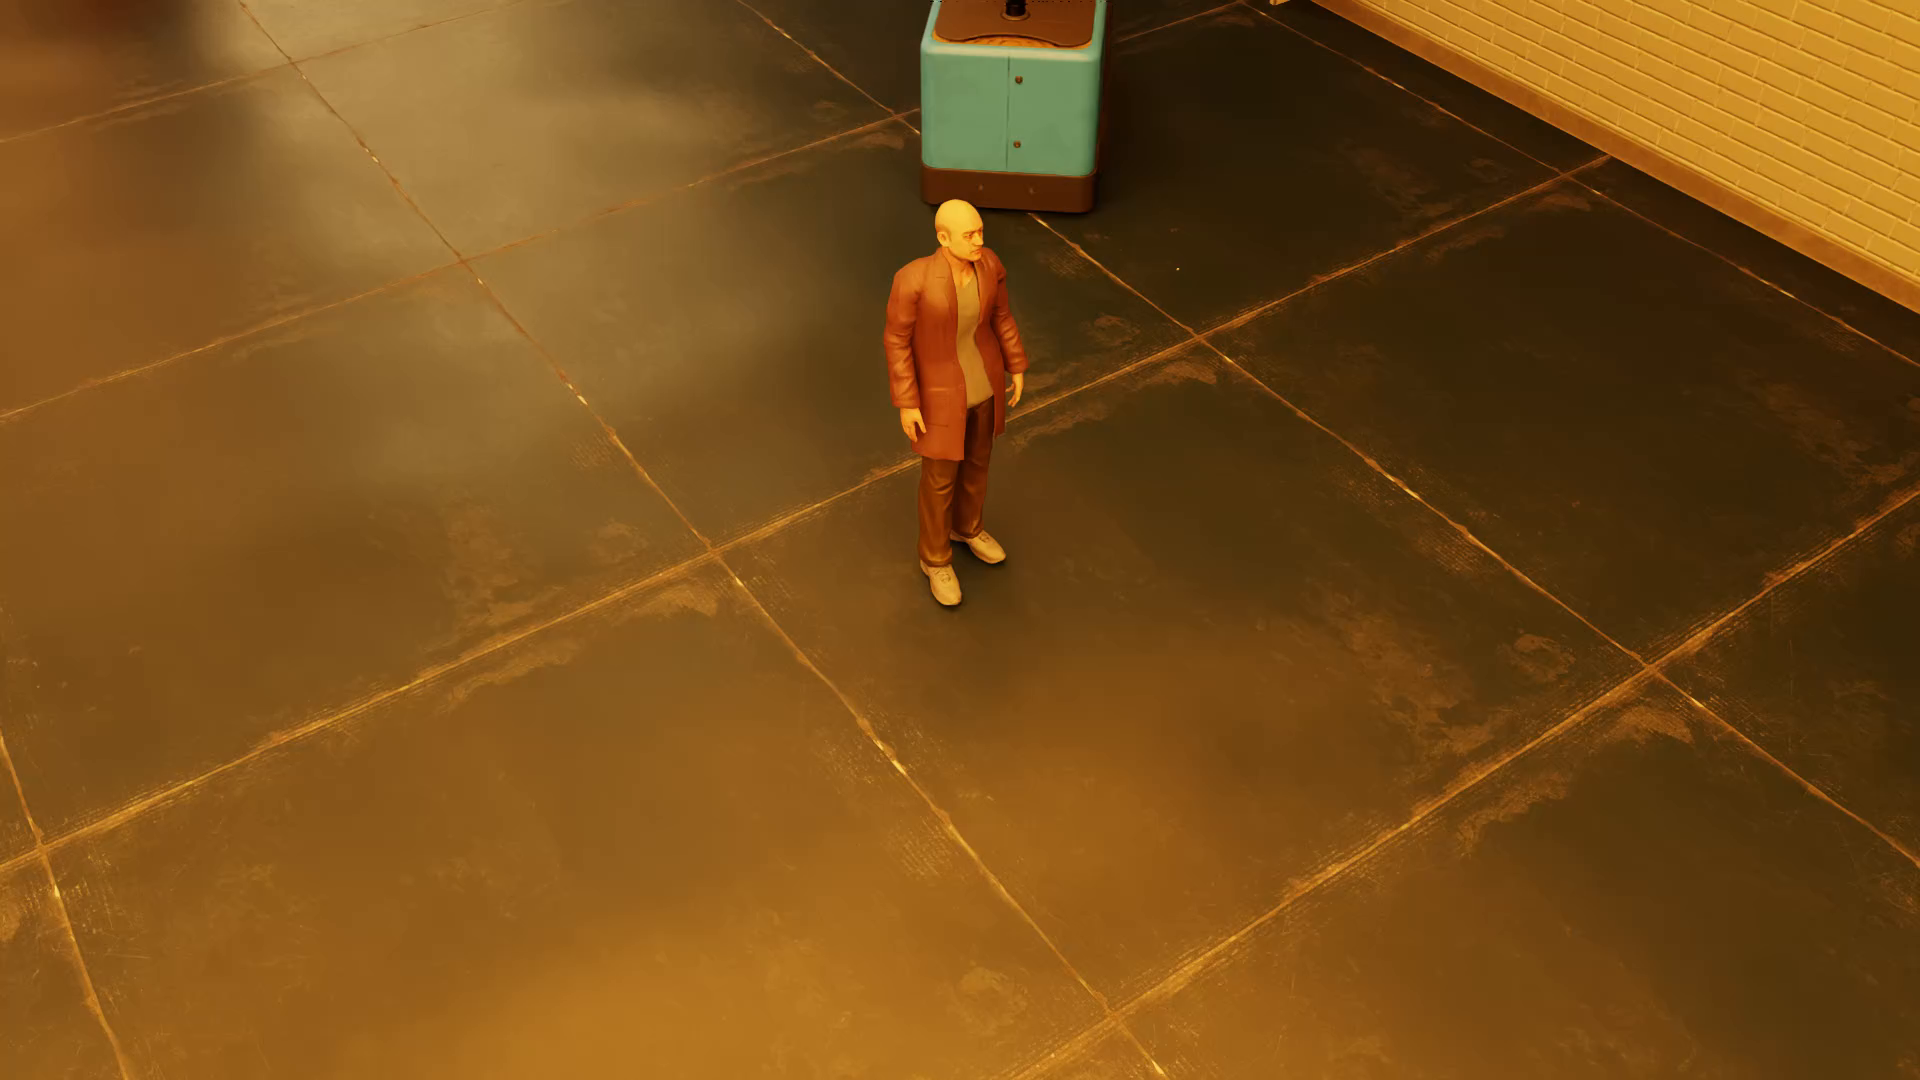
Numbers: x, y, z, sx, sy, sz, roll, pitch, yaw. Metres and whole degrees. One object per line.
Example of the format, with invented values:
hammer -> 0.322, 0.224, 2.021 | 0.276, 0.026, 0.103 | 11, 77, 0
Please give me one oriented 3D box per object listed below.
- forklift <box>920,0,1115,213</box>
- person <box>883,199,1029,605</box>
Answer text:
forklift -> 0.442, -4.019, 10.077 | 1.130, 2.935, 3.031 | 4, 43, 5
person -> 0.048, -0.607, 7.214 | 0.696, 1.776, 0.582 | -25, 48, -25
